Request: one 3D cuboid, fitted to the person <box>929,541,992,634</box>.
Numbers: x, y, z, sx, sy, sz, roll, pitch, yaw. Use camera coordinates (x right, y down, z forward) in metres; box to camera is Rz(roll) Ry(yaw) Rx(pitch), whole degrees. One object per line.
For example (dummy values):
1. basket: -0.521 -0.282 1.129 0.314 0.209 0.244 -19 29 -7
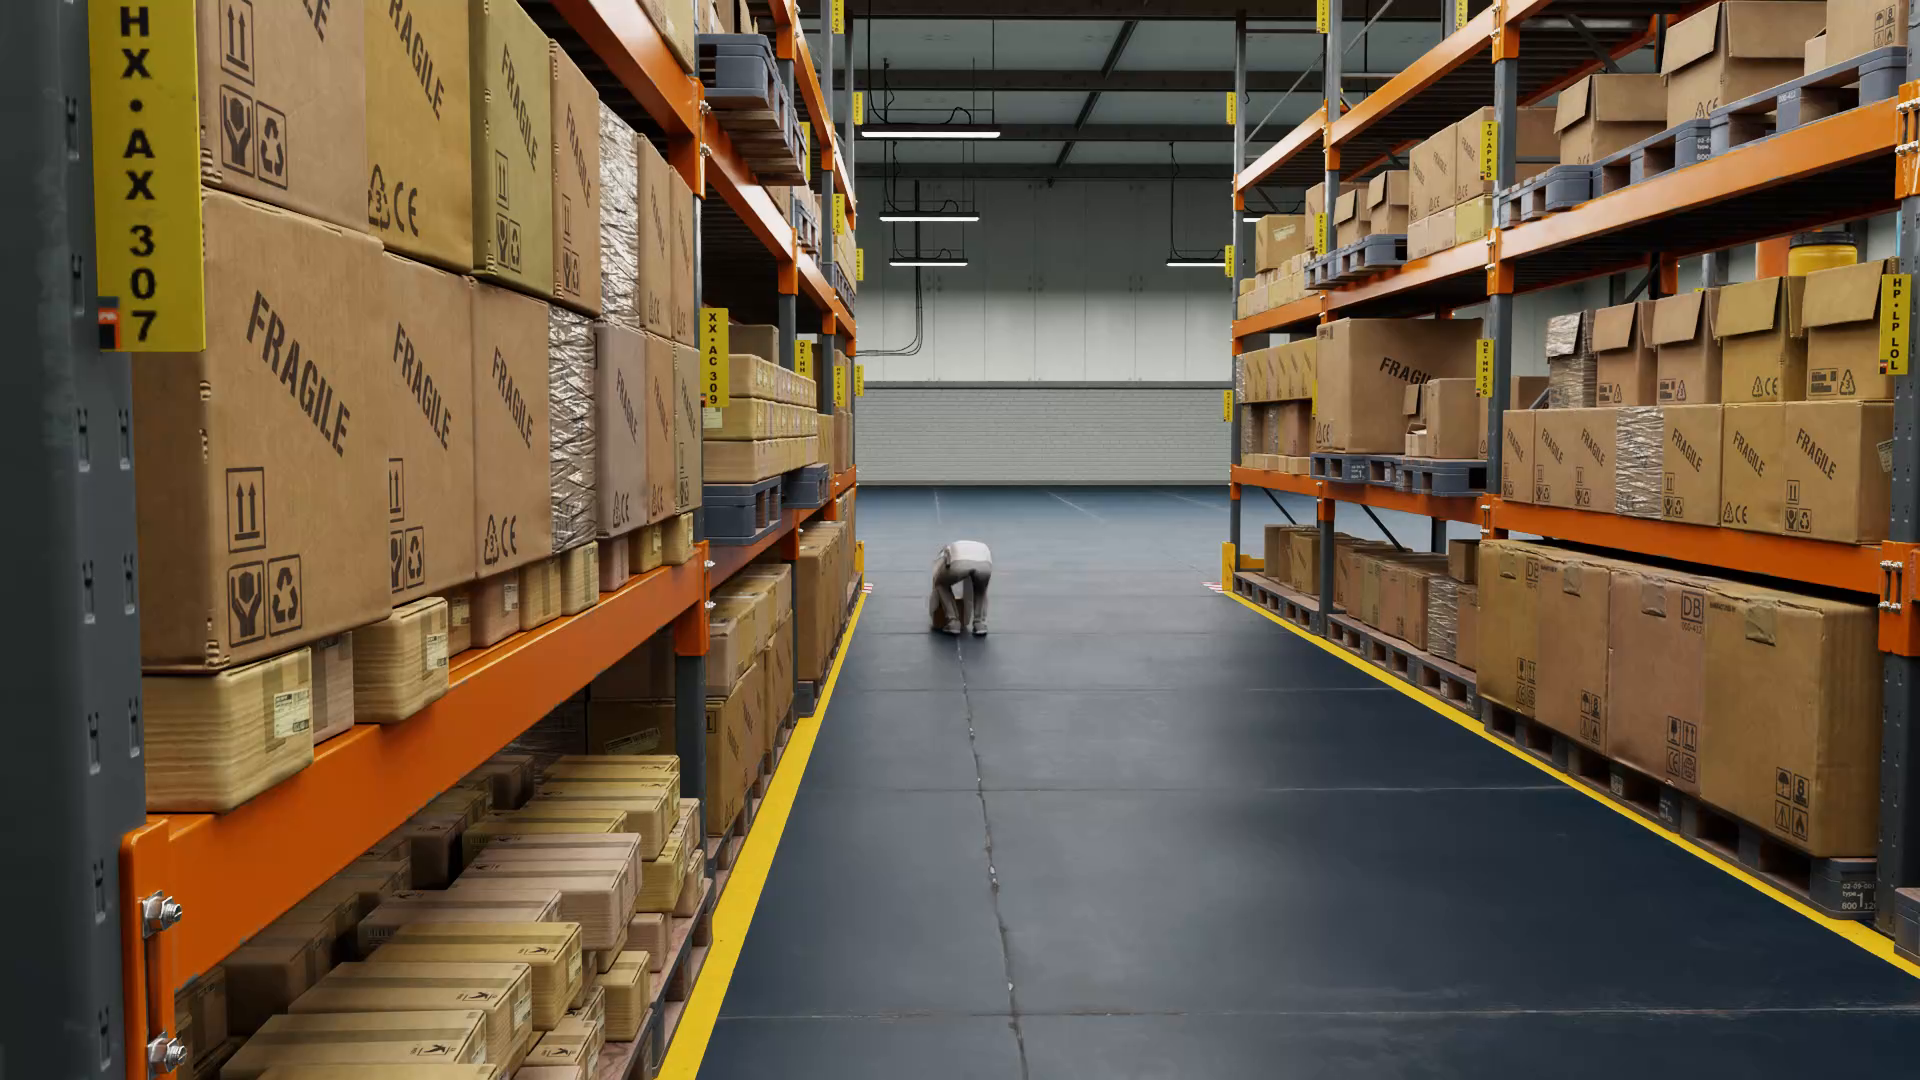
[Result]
1. person: 0.014 0.407 13.914 0.452 0.818 0.950 -1 4 -10
